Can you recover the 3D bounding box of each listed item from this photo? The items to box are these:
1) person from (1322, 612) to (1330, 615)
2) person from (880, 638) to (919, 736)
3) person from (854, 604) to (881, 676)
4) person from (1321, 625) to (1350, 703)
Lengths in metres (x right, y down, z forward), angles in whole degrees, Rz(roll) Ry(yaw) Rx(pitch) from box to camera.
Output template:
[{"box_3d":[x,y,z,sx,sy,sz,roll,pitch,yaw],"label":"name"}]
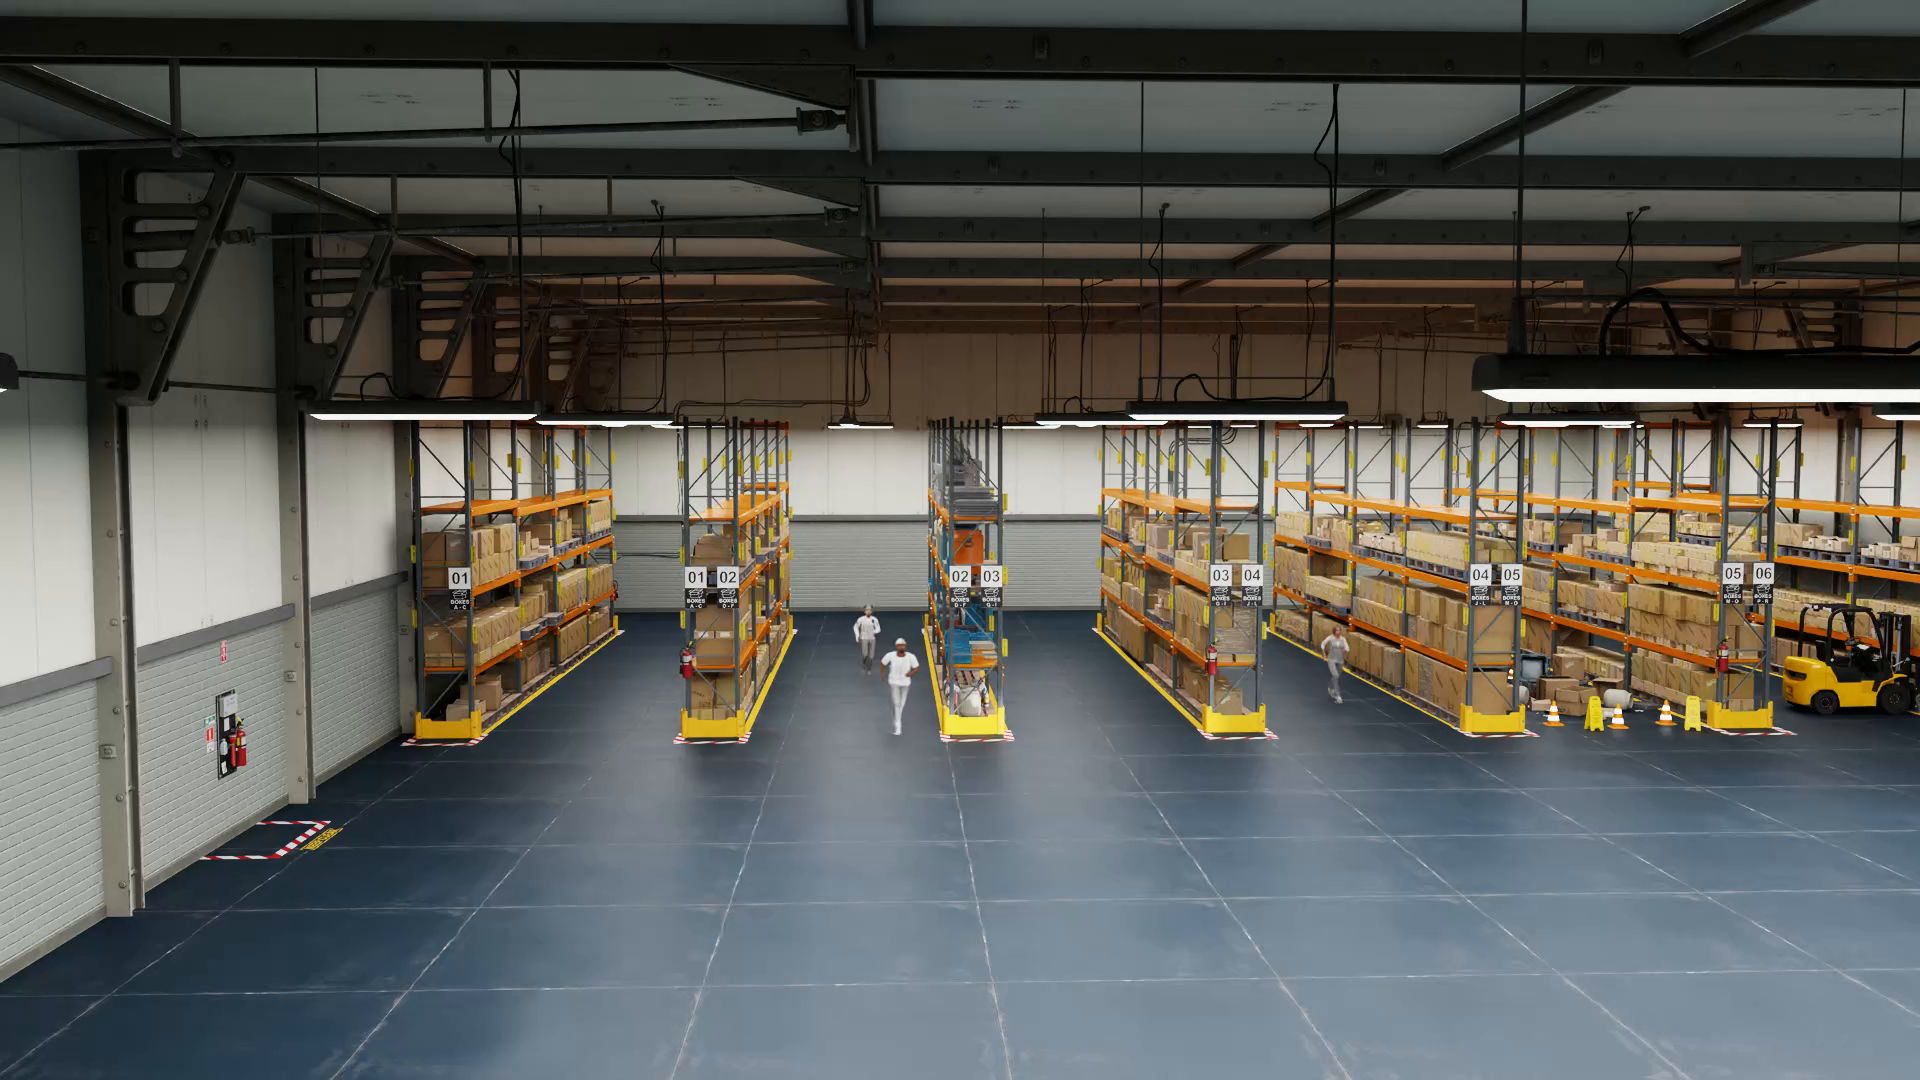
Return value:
[{"box_3d":[10.642,1.743,48.664,0.702,1.608,0.490,-3,5,-40],"label":"person"},{"box_3d":[-1.129,2.778,31.685,0.738,1.828,0.823,-1,4,-11],"label":"person"},{"box_3d":[-2.117,2.309,38.241,0.593,1.659,0.624,-1,4,-11],"label":"person"},{"box_3d":[7.965,2.597,35.278,0.521,1.612,0.855,-1,4,-9],"label":"person"}]
